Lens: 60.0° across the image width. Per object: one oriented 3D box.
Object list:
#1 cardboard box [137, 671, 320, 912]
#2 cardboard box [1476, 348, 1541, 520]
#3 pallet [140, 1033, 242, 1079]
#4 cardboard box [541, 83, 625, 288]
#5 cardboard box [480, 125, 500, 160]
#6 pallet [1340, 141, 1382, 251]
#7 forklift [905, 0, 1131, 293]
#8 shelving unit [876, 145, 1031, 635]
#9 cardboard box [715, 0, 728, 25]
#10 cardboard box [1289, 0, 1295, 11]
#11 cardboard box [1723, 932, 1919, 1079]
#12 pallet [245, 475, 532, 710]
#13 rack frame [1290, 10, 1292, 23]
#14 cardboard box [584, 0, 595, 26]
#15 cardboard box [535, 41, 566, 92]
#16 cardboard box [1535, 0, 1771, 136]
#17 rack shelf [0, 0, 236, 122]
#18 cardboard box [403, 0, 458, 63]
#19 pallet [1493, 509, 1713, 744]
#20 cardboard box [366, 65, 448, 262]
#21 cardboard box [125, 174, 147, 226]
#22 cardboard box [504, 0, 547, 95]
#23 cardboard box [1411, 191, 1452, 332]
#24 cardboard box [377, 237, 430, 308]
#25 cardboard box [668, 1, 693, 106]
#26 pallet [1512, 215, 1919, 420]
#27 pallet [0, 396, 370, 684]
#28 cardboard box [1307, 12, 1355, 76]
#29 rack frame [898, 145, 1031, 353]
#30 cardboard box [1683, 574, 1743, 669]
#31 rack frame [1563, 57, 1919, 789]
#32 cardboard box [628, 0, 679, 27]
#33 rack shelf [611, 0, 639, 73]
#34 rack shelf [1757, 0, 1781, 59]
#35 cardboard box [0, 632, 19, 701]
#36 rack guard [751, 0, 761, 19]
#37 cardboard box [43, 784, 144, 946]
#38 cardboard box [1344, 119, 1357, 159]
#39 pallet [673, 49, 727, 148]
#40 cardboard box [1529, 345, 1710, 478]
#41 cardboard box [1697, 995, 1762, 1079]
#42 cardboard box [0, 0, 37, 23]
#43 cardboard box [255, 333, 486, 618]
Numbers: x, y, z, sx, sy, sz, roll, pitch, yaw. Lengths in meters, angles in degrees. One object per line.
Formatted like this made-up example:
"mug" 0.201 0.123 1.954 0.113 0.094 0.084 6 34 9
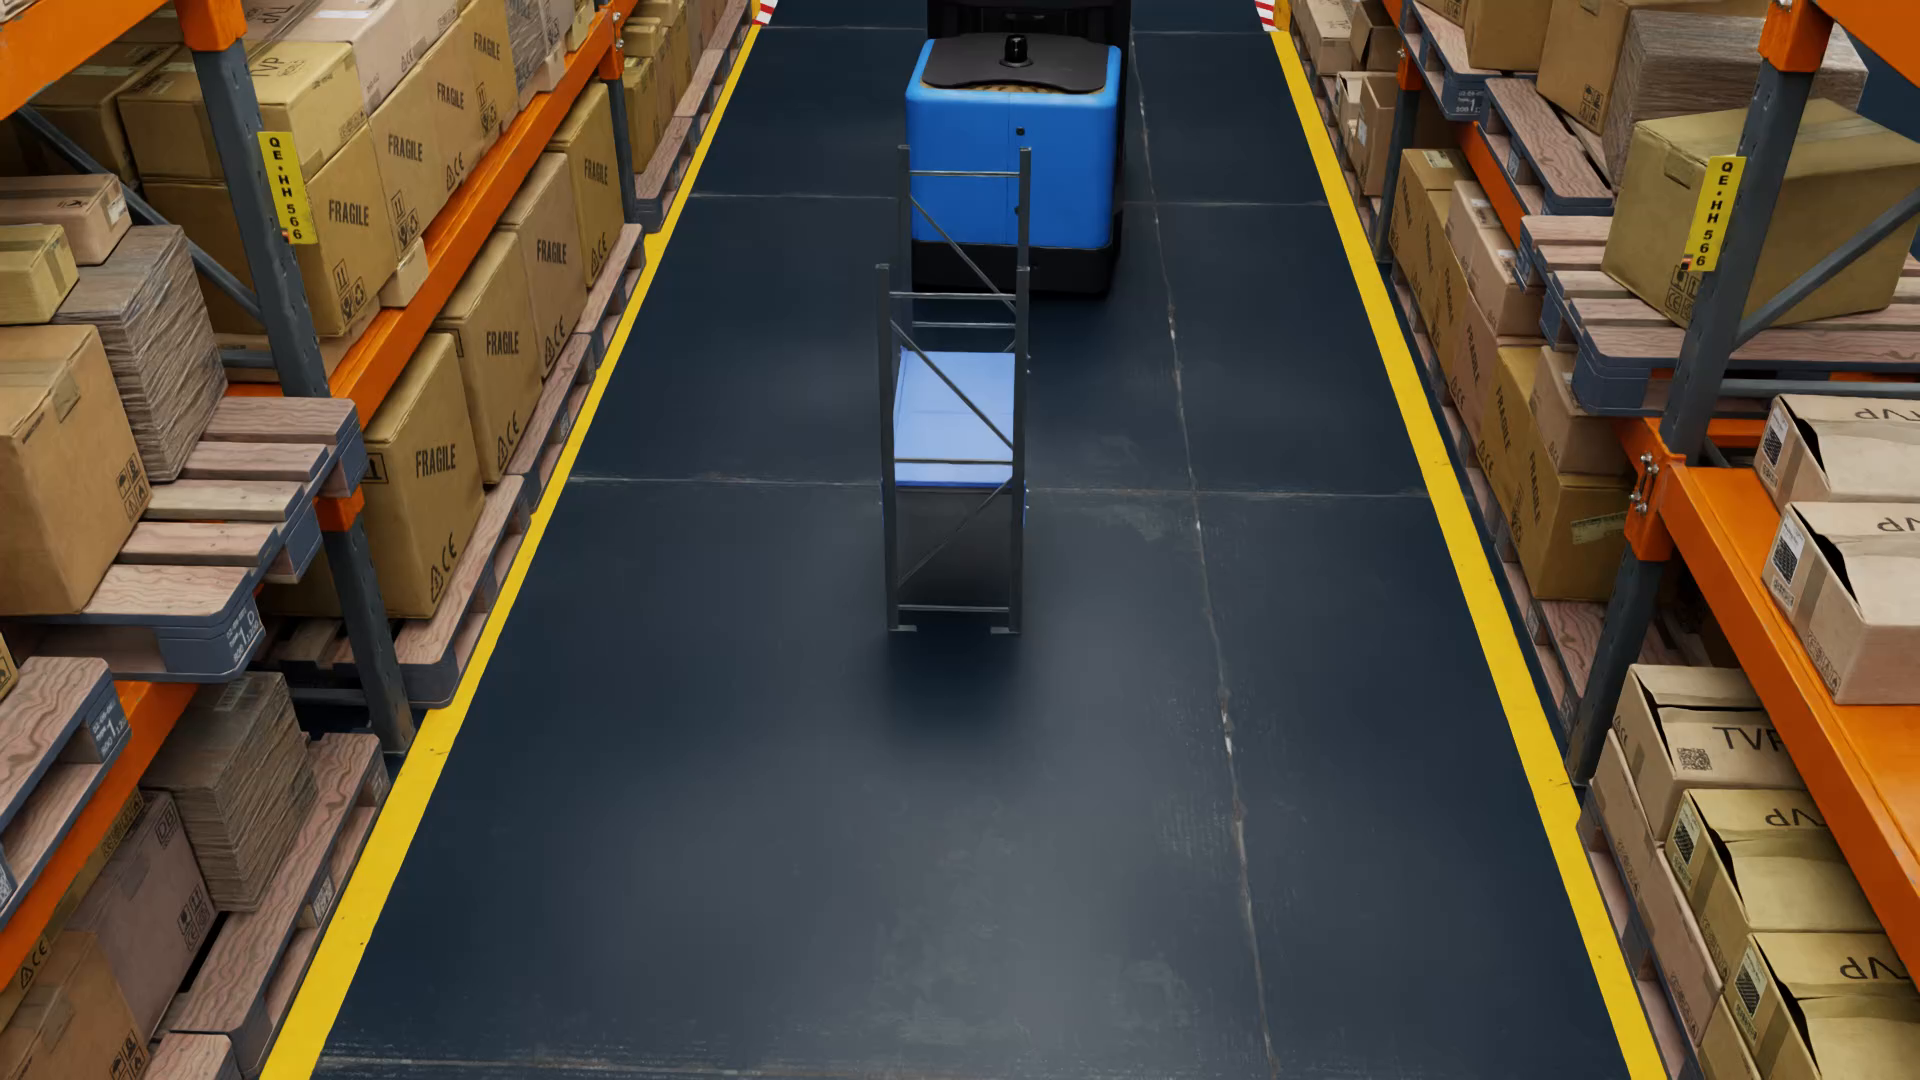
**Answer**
"cardboard box" -2.373 0.726 4.900 0.700 0.500 0.500 2 35 3
"cardboard box" 2.378 -0.417 6.525 0.500 0.500 0.500 0 35 0
"pallet" -2.480 1.757 4.066 1.003 0.211 1.213 1 35 2
"cardboard box" -2.131 -1.745 8.129 0.750 0.750 0.750 2 35 2
"cardboard box" -2.083 -1.653 6.694 0.380 0.149 0.250 2 35 3
"pallet" 2.743 -1.971 9.371 1.003 0.211 1.213 1 35 2
"forklift" 0.396 -3.280 8.868 1.130 2.935 3.031 4 35 5
"shelving unit" -0.003 -0.565 6.249 0.538 1.500 1.048 1 35 2
"cardboard box" -2.003 -3.872 11.460 0.700 0.500 0.500 1 35 2
"cardboard box" 2.515 -3.796 11.640 0.380 0.149 0.250 1 35 2
"cardboard box" 2.204 1.194 3.981 0.500 0.311 0.500 0 35 1
"pallet" -2.289 0.158 6.341 1.003 0.211 1.213 1 35 2
"rack frame" 2.875 -5.016 11.278 1.000 3.000 0.127 1 35 2
"cardboard box" -1.966 -2.534 7.948 0.380 0.149 0.250 2 35 2
"cardboard box" -1.960 -2.088 7.313 0.380 0.149 0.250 1 35 2
"cardboard box" 2.705 -1.914 6.412 0.700 0.500 0.500 -7 36 -10
"rack shelf" -2.476 -0.315 2.607 1.077 0.370 4.000 1 35 2
"cardboard box" -2.083 -1.860 5.773 0.500 0.250 0.500 2 35 2
"pallet" 2.622 0.294 6.149 1.003 0.211 1.213 1 35 2
"cardboard box" -2.090 -1.276 5.594 0.500 0.500 0.500 2 35 3
"cardboard box" -2.640 -0.980 5.172 0.500 0.500 0.500 2 35 2
"cardboard box" -2.041 -2.148 6.834 0.500 0.500 0.500 1 35 2
"cardboard box" 2.441 -1.296 7.776 0.500 0.500 0.500 2 35 3
"cardboard box" -2.037 -0.916 5.646 0.380 0.149 0.250 2 35 3
"cardboard box" -2.056 -2.989 10.204 0.700 0.500 0.500 2 35 3
"pallet" 2.511 -0.732 5.349 1.213 0.211 1.003 1 35 2
"pallet" -2.318 -0.041 4.367 1.213 0.211 1.003 1 35 2
"cardboard box" 2.530 -3.190 10.689 0.500 0.250 0.500 1 35 2
"rack frame" 0.017 -0.857 6.665 0.500 1.500 0.032 1 35 2
"cardboard box" 2.858 0.169 5.693 0.500 0.500 0.500 3 35 4
"rack frame" 2.554 -0.419 4.738 1.000 3.000 0.127 1 35 2
"cardboard box" -1.886 -3.164 9.888 0.380 0.149 0.250 0 35 1
"rack shelf" -2.155 -3.684 10.009 1.077 0.370 4.000 1 35 2
"rack shelf" 2.634 -2.501 5.717 1.077 0.370 4.000 1 35 2
"cardboard box" -2.433 0.234 3.339 0.700 0.500 0.500 1 35 2
"rack guard" -2.074 -4.119 12.176 1.175 0.500 0.348 1 35 2
"cardboard box" -2.458 0.745 4.220 0.500 0.250 0.500 2 35 3
"cardboard box" 2.409 -2.282 9.485 0.380 0.149 0.250 1 35 2
"pallet" -2.080 -2.827 10.588 1.003 0.211 1.213 1 35 2
"cardboard box" 2.355 -0.459 5.933 0.500 0.250 0.500 3 35 4
"cardboard box" 2.205 1.416 4.153 0.500 0.250 0.500 0 35 1
"cardboard box" -2.155 -1.311 3.457 0.500 0.311 0.500 1 35 2
"cardboard box" -2.235 -0.243 5.992 0.750 0.750 0.750 1 35 1
